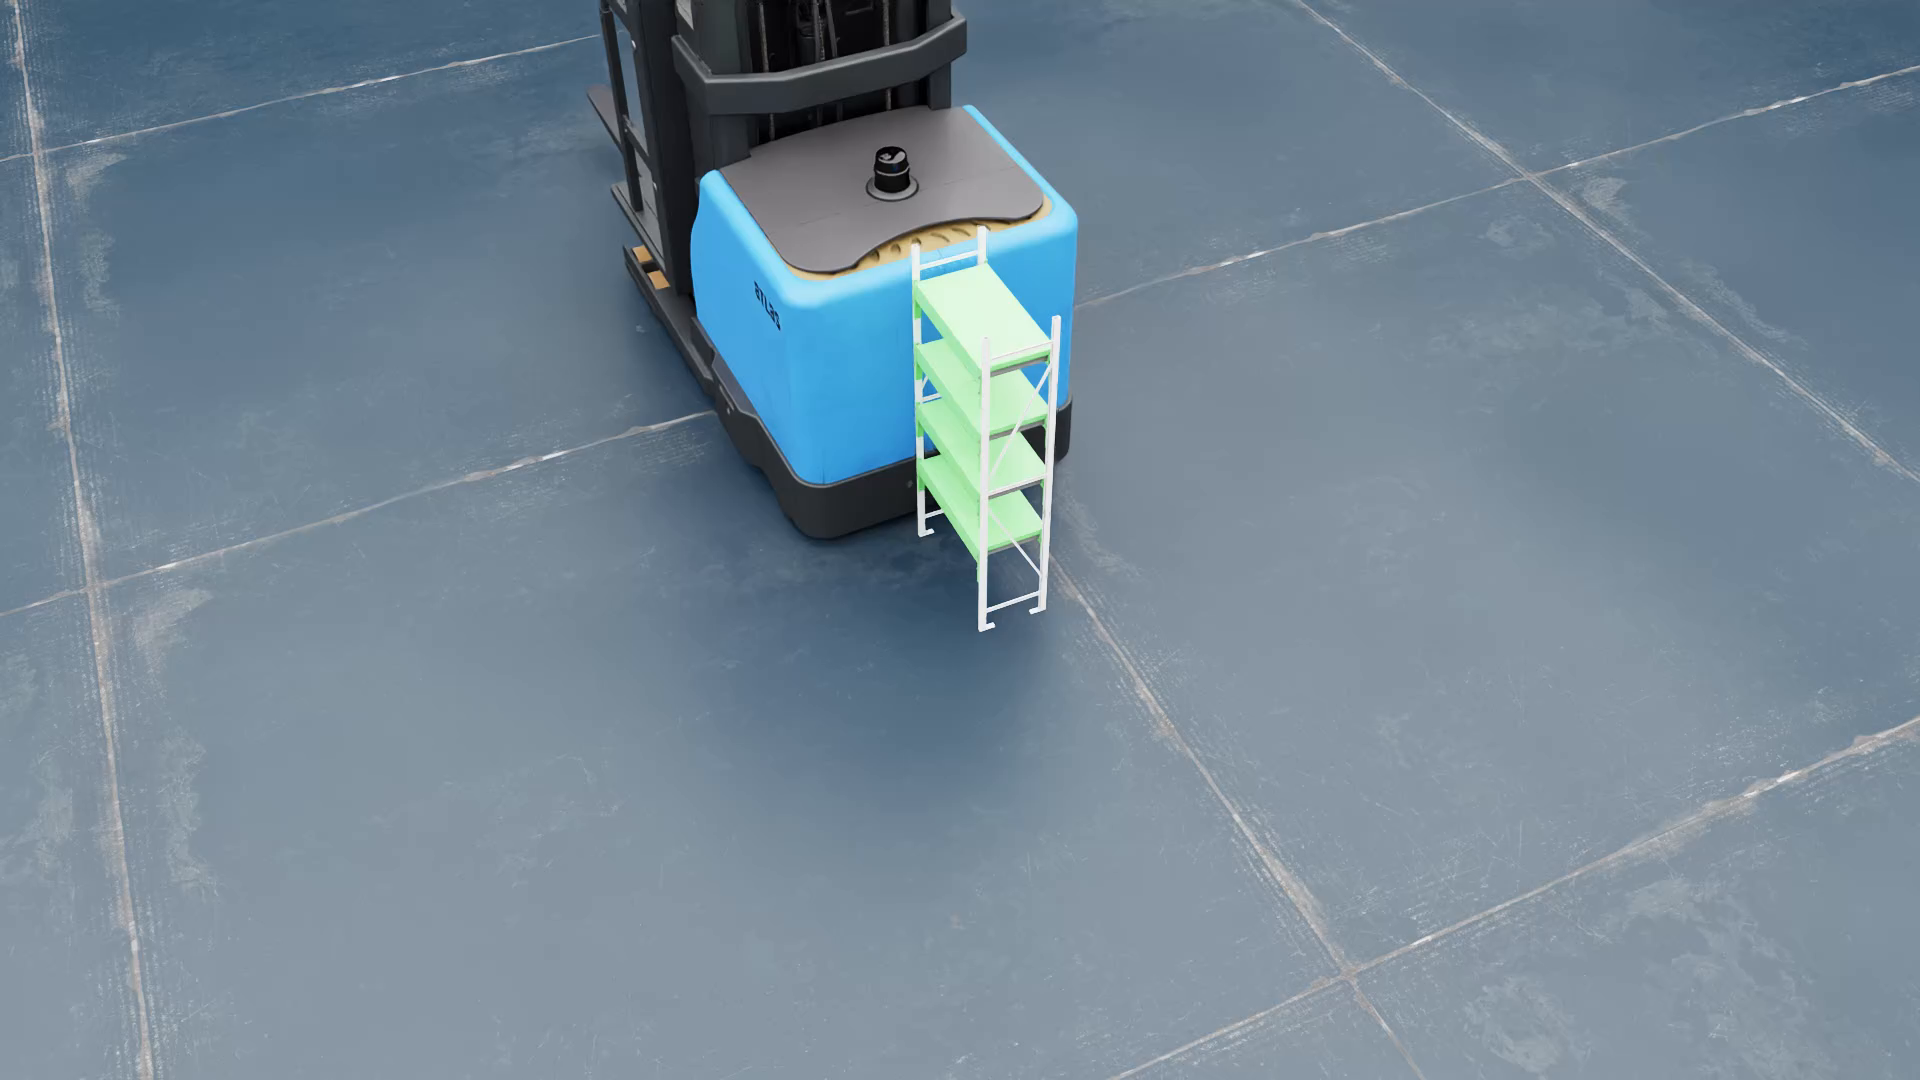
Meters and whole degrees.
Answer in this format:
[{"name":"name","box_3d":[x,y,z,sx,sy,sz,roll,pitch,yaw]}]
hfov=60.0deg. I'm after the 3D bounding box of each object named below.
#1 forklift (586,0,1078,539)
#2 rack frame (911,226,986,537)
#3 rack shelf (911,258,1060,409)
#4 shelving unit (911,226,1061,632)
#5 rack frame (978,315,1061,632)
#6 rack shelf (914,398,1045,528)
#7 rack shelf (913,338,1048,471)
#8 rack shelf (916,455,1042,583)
[{"name":"forklift","box_3d":[-0.713,-2.086,5.778,1.130,2.935,3.031,-19,48,-18]},{"name":"rack frame","box_3d":[-0.033,-0.477,5.379,0.240,1.200,0.015,-18,47,-17]},{"name":"rack shelf","box_3d":[0.070,-0.618,4.929,0.258,0.148,0.480,-18,47,-17]},{"name":"shelving unit","box_3d":[0.070,-0.322,5.222,0.258,1.200,0.503,-18,47,-17]},{"name":"rack frame","box_3d":[0.172,-0.166,5.064,0.240,1.200,0.015,-18,47,-17]},{"name":"rack shelf","box_3d":[0.070,-0.276,5.267,0.258,0.148,0.480,-18,47,-17]},{"name":"rack shelf","box_3d":[0.070,-0.447,5.098,0.258,0.148,0.480,-18,47,-17]},{"name":"rack shelf","box_3d":[0.070,-0.105,5.435,0.258,0.148,0.480,-18,47,-17]}]
